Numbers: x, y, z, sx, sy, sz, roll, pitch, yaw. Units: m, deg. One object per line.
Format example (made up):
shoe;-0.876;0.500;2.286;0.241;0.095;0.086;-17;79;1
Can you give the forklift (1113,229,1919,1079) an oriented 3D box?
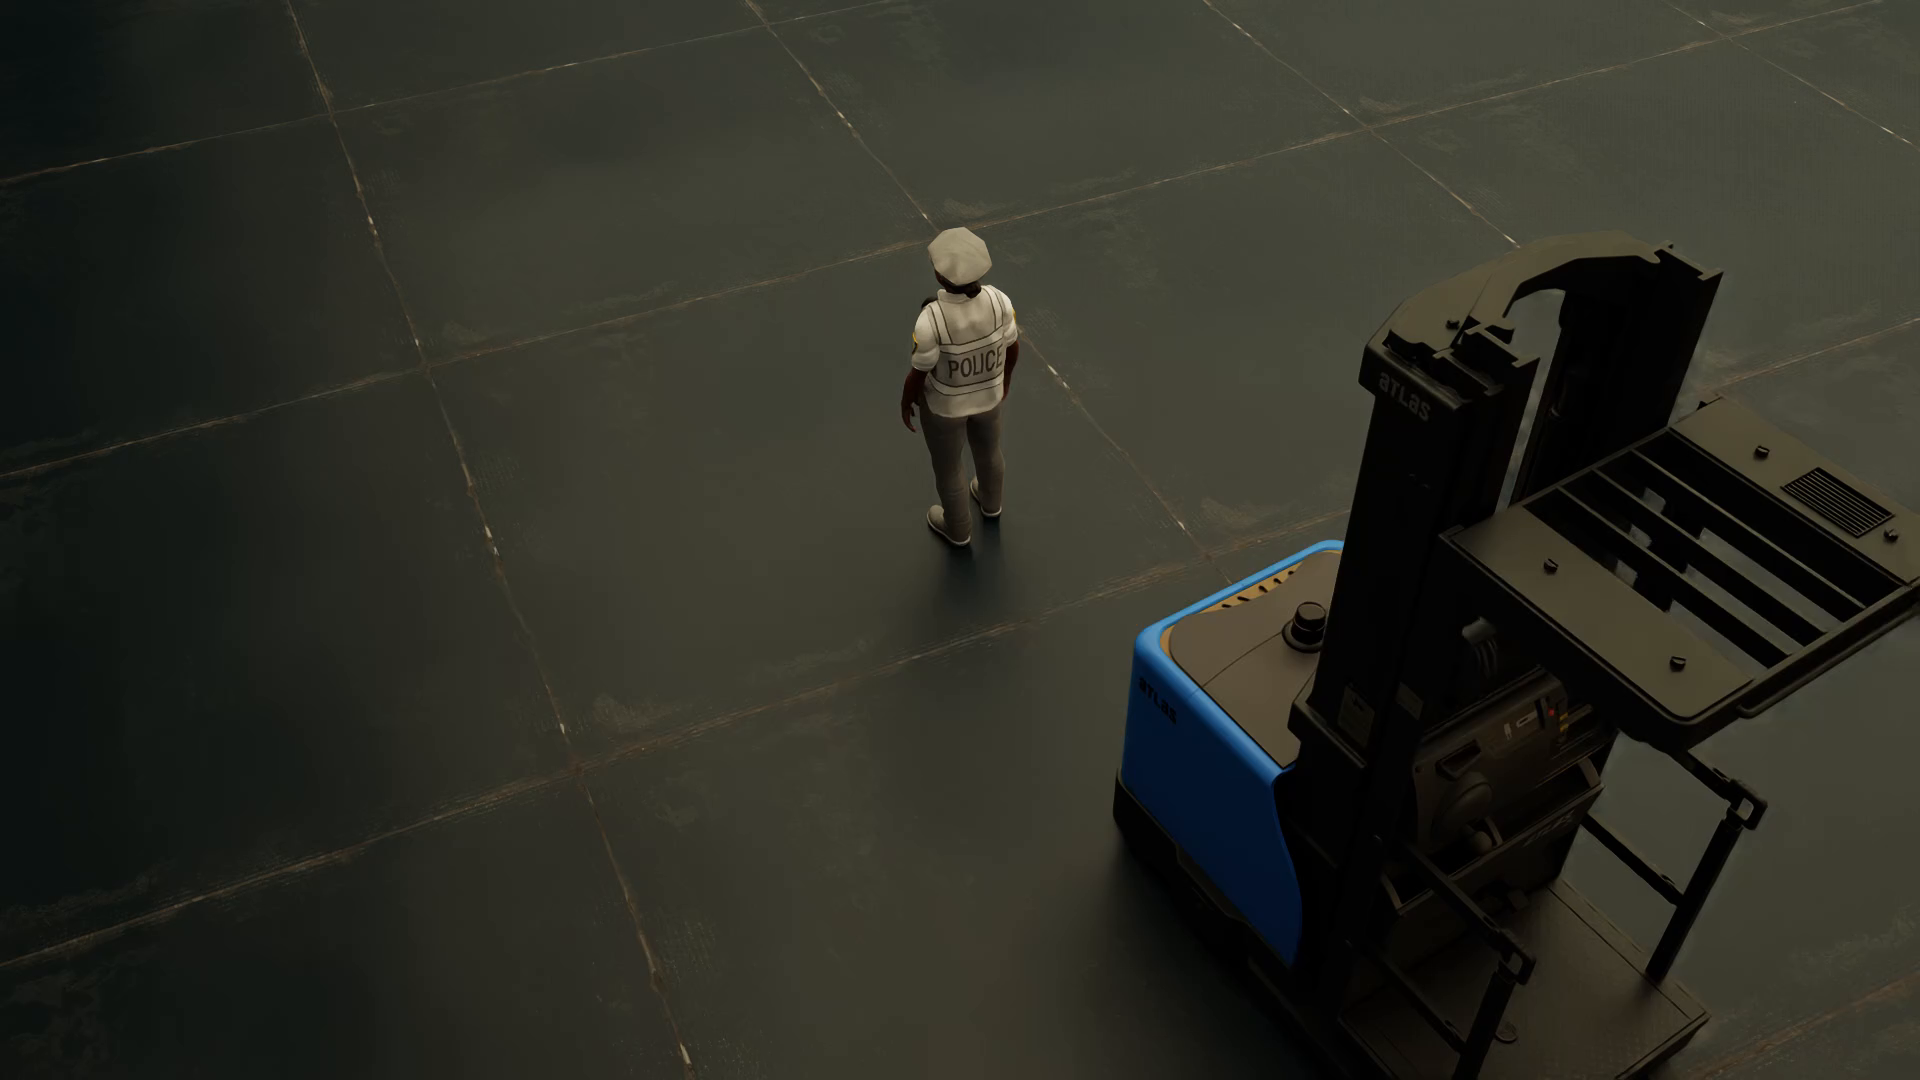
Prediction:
forklift;1.826;0.712;4.917;1.130;2.935;3.031;-24;48;-23

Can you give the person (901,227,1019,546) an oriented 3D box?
person;-0.014;-0.676;7.302;0.570;1.694;0.528;-18;46;-18
